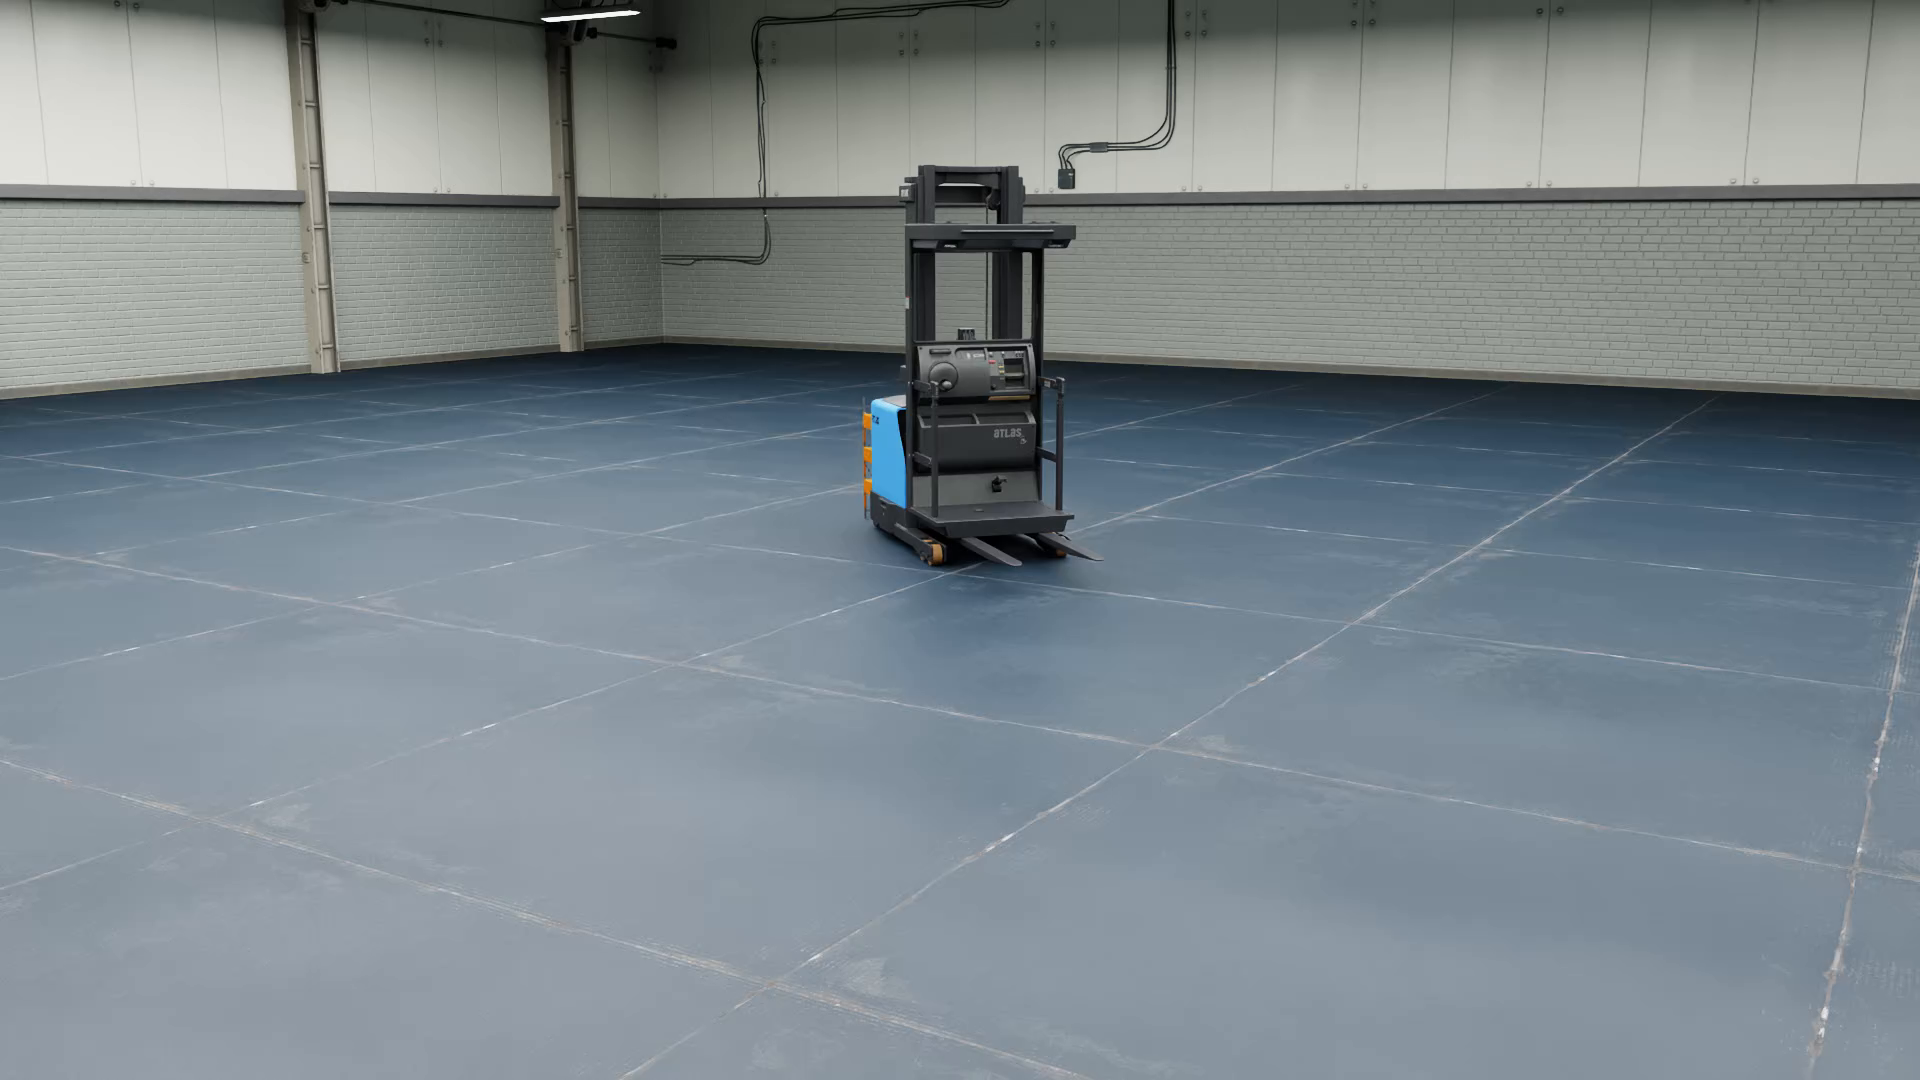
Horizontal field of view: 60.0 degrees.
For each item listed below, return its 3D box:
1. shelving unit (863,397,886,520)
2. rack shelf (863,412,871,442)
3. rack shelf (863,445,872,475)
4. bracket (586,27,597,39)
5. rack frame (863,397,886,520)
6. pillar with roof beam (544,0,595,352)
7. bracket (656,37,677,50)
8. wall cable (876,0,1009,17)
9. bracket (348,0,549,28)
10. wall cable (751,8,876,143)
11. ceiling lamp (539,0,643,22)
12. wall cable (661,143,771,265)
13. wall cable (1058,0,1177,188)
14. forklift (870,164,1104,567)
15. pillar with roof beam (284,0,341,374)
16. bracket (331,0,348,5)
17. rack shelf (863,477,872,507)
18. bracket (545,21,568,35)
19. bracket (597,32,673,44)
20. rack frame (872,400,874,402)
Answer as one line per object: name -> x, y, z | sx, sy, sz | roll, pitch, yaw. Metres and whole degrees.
shelving unit -> -0.686, -0.678, 14.136 | 0.215, 1.050, 0.252 | -4, 11, -20
rack shelf -> -0.686, -0.947, 14.087 | 0.215, 0.259, 0.240 | -4, 11, -20
rack shelf -> -0.686, -0.668, 14.138 | 0.215, 0.259, 0.240 | -4, 11, -20
bracket -> -7.424, -10.090, 33.028 | 0.235, 0.232, 0.430 | 6, 12, 31
rack frame -> -0.729, -0.699, 14.249 | 0.200, 1.050, 0.008 | -4, 11, -20
pillar with roof beam -> -4.263, -7.878, 30.994 | 9.100, 9.000, 0.548 | 6, 12, 31
bracket -> -6.193, -10.463, 35.018 | 0.235, 0.232, 0.430 | 6, 12, 31
wall cable -> -0.326, -11.264, 31.434 | 3.097, 2.526, 0.112 | 6, 12, 31
bracket -> -9.192, -9.554, 30.166 | 0.076, 0.066, 4.783 | 6, 12, 31
wall cable -> -2.971, -9.324, 33.432 | 3.097, 2.526, 0.112 | 6, 12, 31
ceiling lamp -> -5.889, -10.097, 26.984 | 2.000, 3.185, 0.800 | 6, 12, 31
wall cable -> -5.283, -7.100, 35.277 | 3.097, 2.526, 0.112 | 6, 12, 31
wall cable -> 2.823, -9.388, 29.820 | 2.305, 6.003, 0.169 | 6, 12, 31
forklift -> 0.197, -1.332, 12.518 | 1.130, 2.935, 3.031 | -4, 11, -18
pillar with roof beam -> -7.378, -6.934, 25.954 | 9.100, 9.000, 0.548 | 6, 12, 31
bracket -> -10.539, -9.146, 27.987 | 0.235, 0.232, 0.430 | 6, 12, 31
rack shelf -> -0.685, -0.394, 14.189 | 0.215, 0.259, 0.240 | -4, 11, -20
bracket -> -7.854, -9.959, 32.330 | 0.235, 0.232, 0.430 | 6, 12, 31
bracket -> -6.500, -10.370, 34.522 | 0.076, 0.066, 3.189 | 6, 12, 31
rack frame -> -0.643, -0.657, 14.024 | 0.200, 1.050, 0.008 | -4, 11, -20
